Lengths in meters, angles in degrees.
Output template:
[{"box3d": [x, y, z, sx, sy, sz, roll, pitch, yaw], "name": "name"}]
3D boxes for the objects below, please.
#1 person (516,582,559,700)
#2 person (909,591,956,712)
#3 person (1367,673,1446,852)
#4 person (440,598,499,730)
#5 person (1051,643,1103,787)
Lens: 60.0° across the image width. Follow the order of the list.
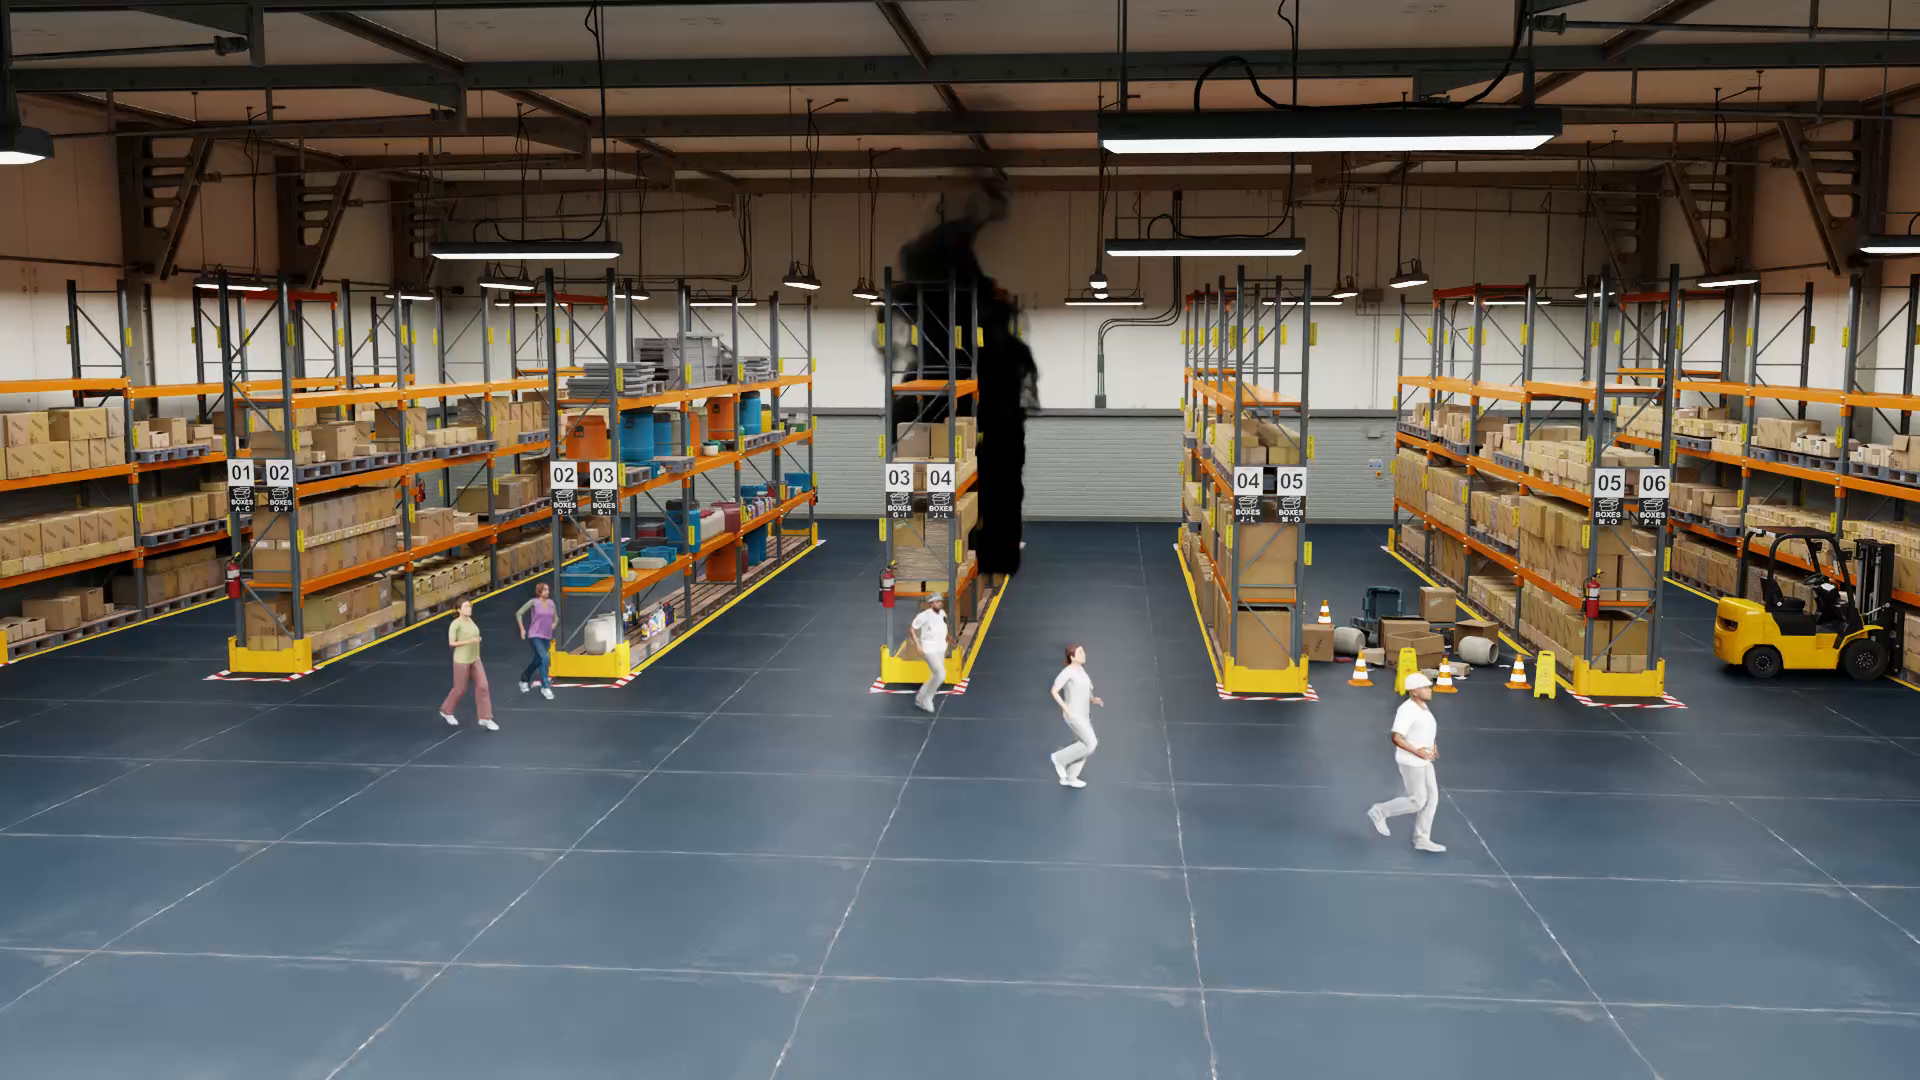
[{"box3d": [-5.855, 1.388, 23.299, 0.782, 1.587, 0.533, 6, 9, 39], "name": "person"}, {"box3d": [-0.351, 1.477, 22.236, 0.505, 1.631, 0.744, -7, 10, -44], "name": "person"}, {"box3d": [4.423, 2.162, 16.324, 0.768, 1.743, 0.697, 4, 8, 32], "name": "person"}, {"box3d": [-6.297, 1.571, 21.221, 0.881, 1.682, 0.570, 3, 8, 26], "name": "person"}, {"box3d": [1.318, 1.954, 18.525, 0.557, 1.627, 0.559, 4, 8, 28], "name": "person"}]
